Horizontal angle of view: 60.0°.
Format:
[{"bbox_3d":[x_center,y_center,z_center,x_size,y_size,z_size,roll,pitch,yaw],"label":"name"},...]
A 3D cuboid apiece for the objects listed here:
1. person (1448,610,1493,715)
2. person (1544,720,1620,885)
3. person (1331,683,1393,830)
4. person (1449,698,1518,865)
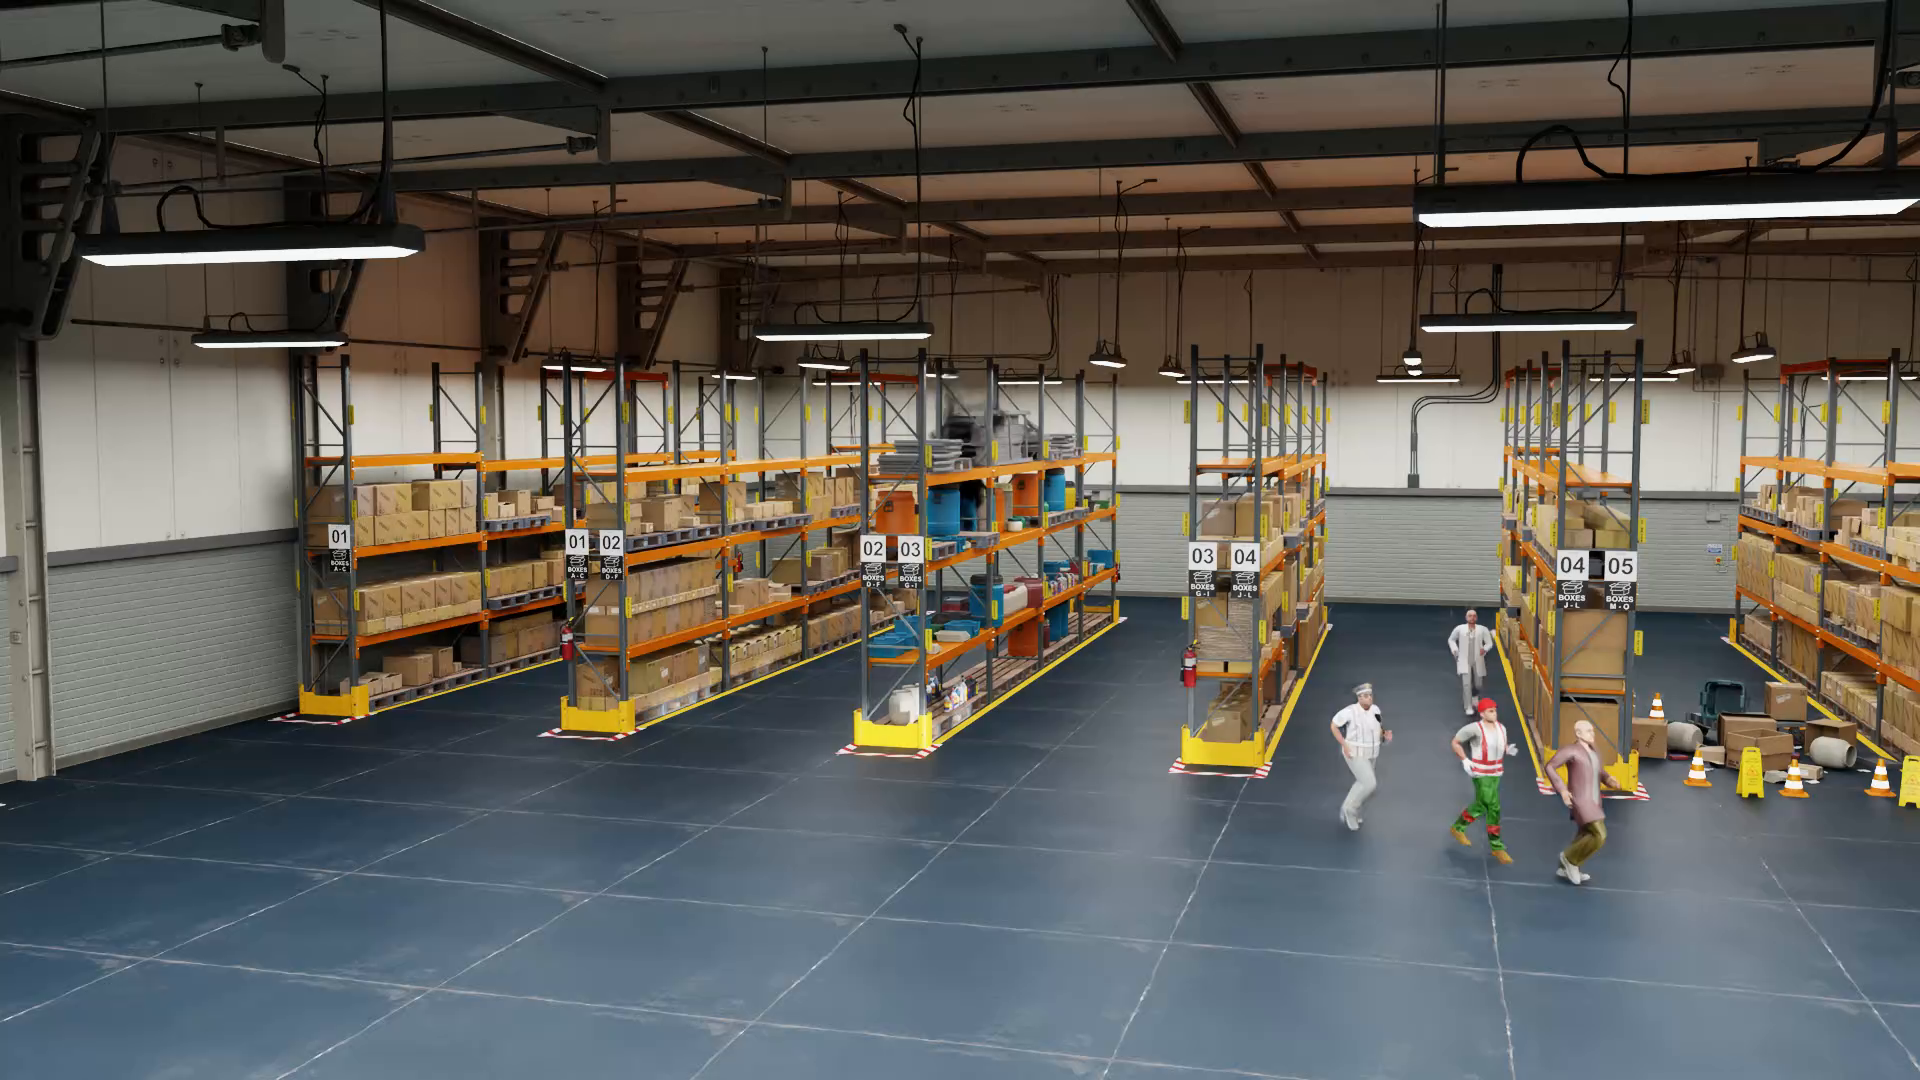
[{"bbox_3d":[8.567,2.040,27.931,0.716,1.736,0.832,1,4,12],"label":"person"},{"bbox_3d":[6.665,2.792,17.668,0.693,1.741,0.695,-3,5,-39],"label":"person"},{"bbox_3d":[4.913,2.626,20.157,0.631,1.811,0.700,-3,5,-34],"label":"person"},{"bbox_3d":[5.974,2.686,18.896,0.629,1.815,0.916,-3,5,-34],"label":"person"}]
